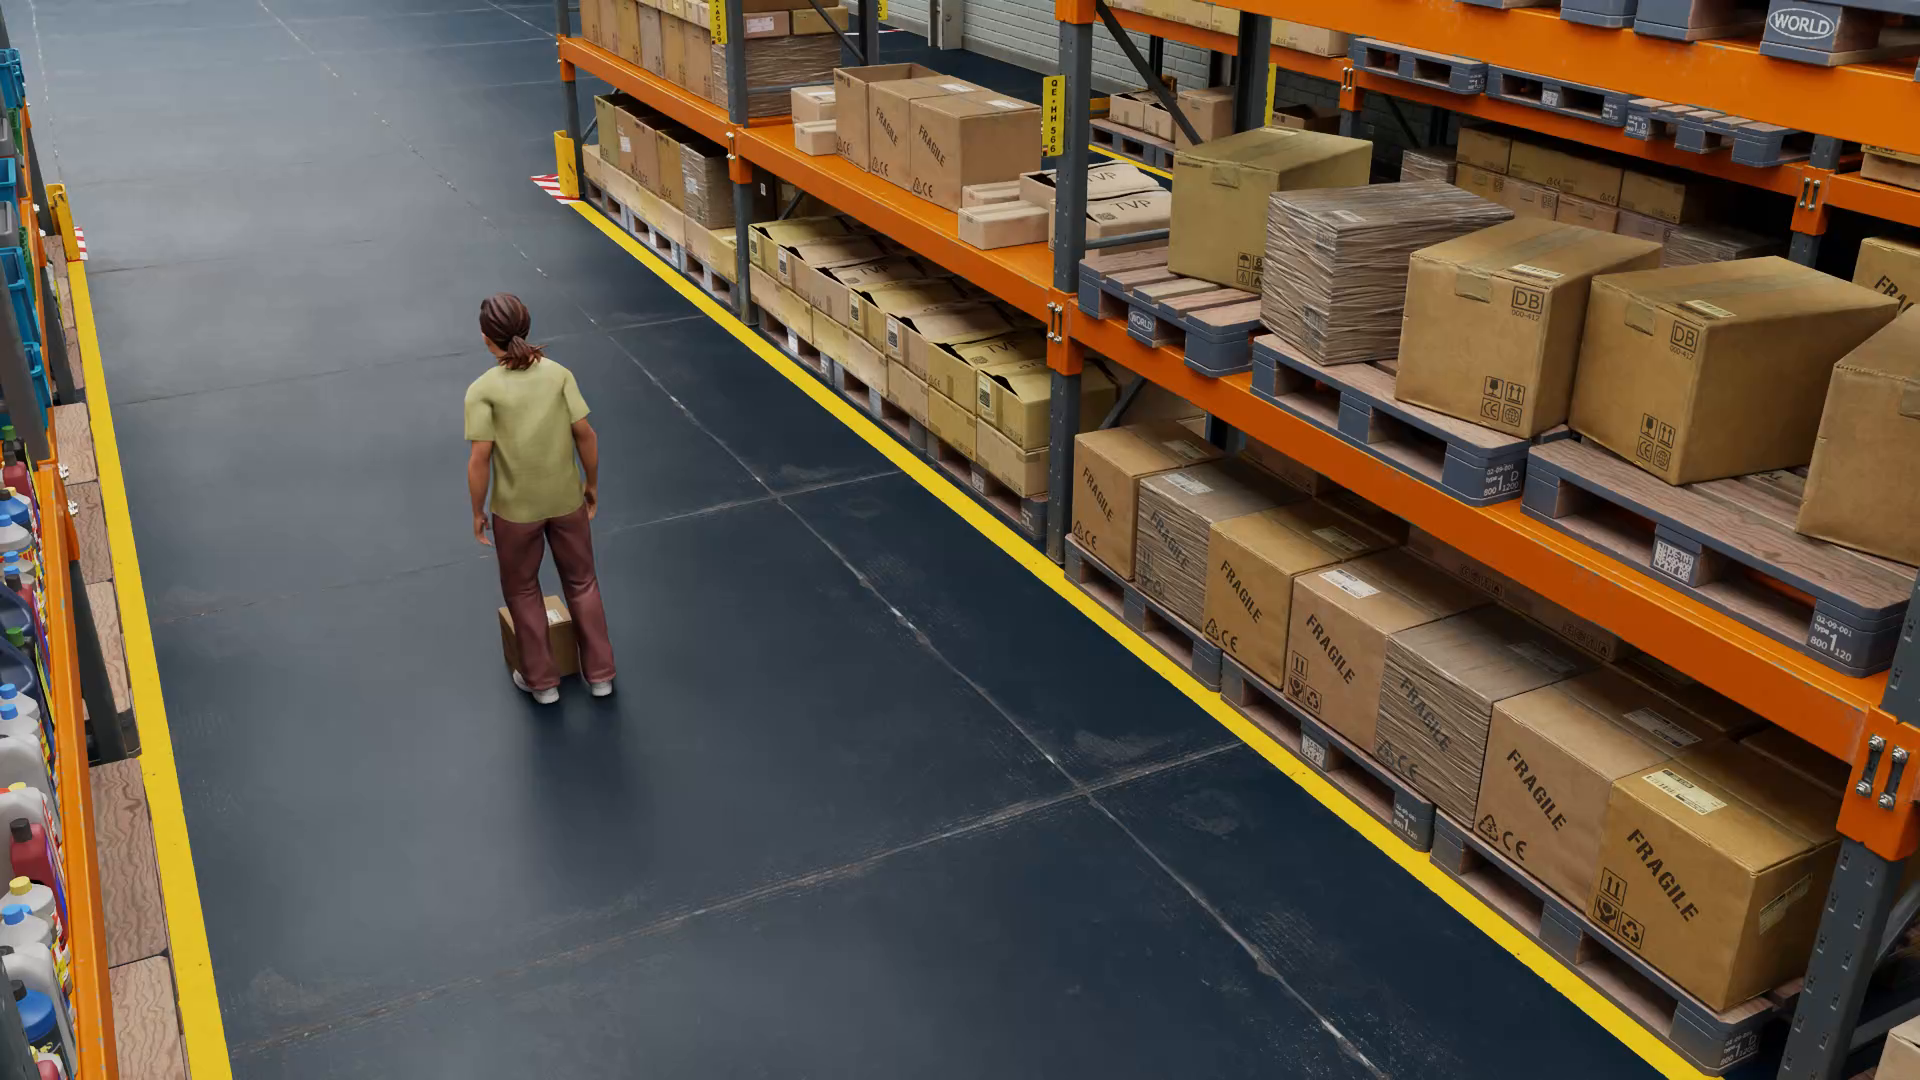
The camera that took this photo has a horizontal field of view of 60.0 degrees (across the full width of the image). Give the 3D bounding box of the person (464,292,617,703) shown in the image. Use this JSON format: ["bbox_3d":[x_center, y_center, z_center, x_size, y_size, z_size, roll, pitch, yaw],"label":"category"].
[{"bbox_3d":[-1.639,-0.141,6.407,0.521,1.672,0.414,-15,29,-28],"label":"person"}]
